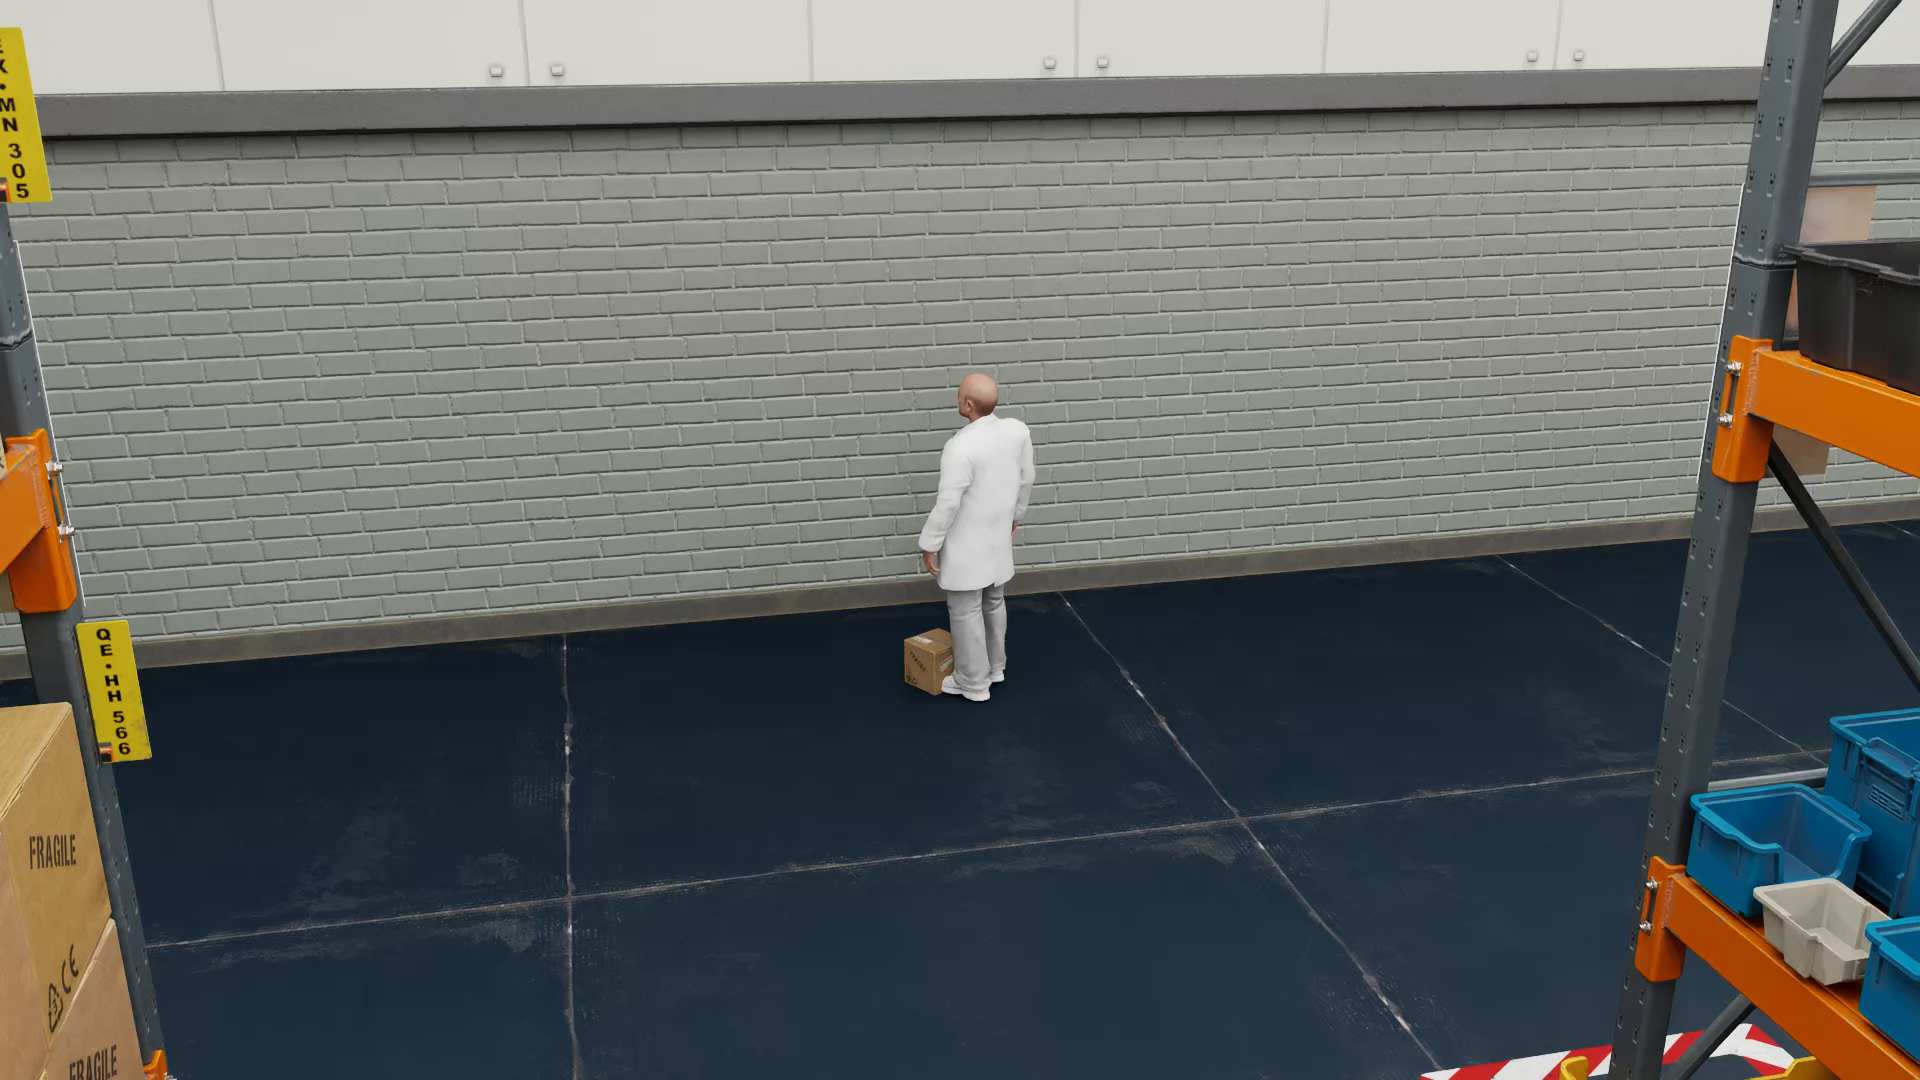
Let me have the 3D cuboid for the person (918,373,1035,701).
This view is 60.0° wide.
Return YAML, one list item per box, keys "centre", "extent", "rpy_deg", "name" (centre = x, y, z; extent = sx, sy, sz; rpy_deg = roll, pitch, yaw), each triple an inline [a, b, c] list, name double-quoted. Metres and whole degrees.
- centre: [0.018, -0.031, 8.651]
  extent: [0.698, 1.778, 0.579]
  rpy_deg: [-16, 25, -39]
  name: "person"
